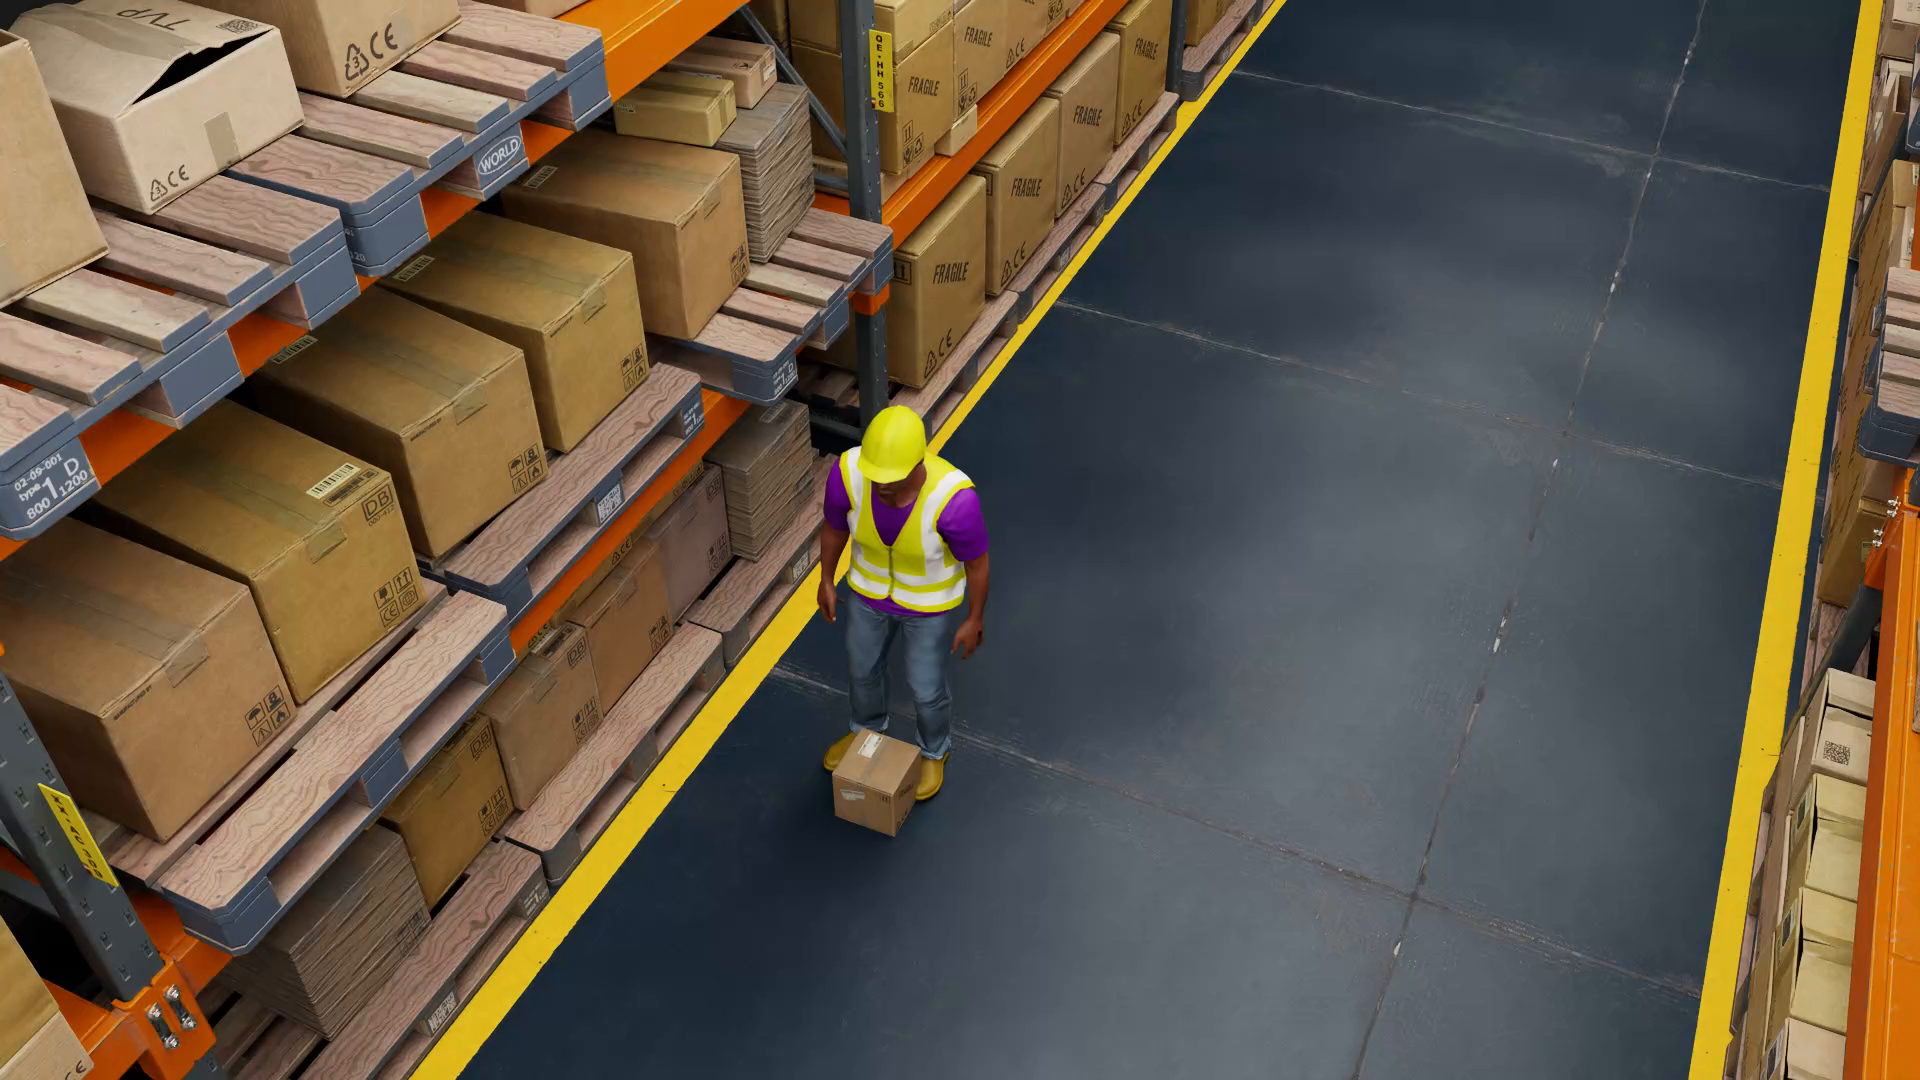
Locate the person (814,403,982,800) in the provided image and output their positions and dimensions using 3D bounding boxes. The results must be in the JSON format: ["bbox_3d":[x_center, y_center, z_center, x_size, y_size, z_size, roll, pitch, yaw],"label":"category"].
[{"bbox_3d":[-0.228,0.211,5.909,0.626,1.761,0.458,17,45,18],"label":"person"}]
